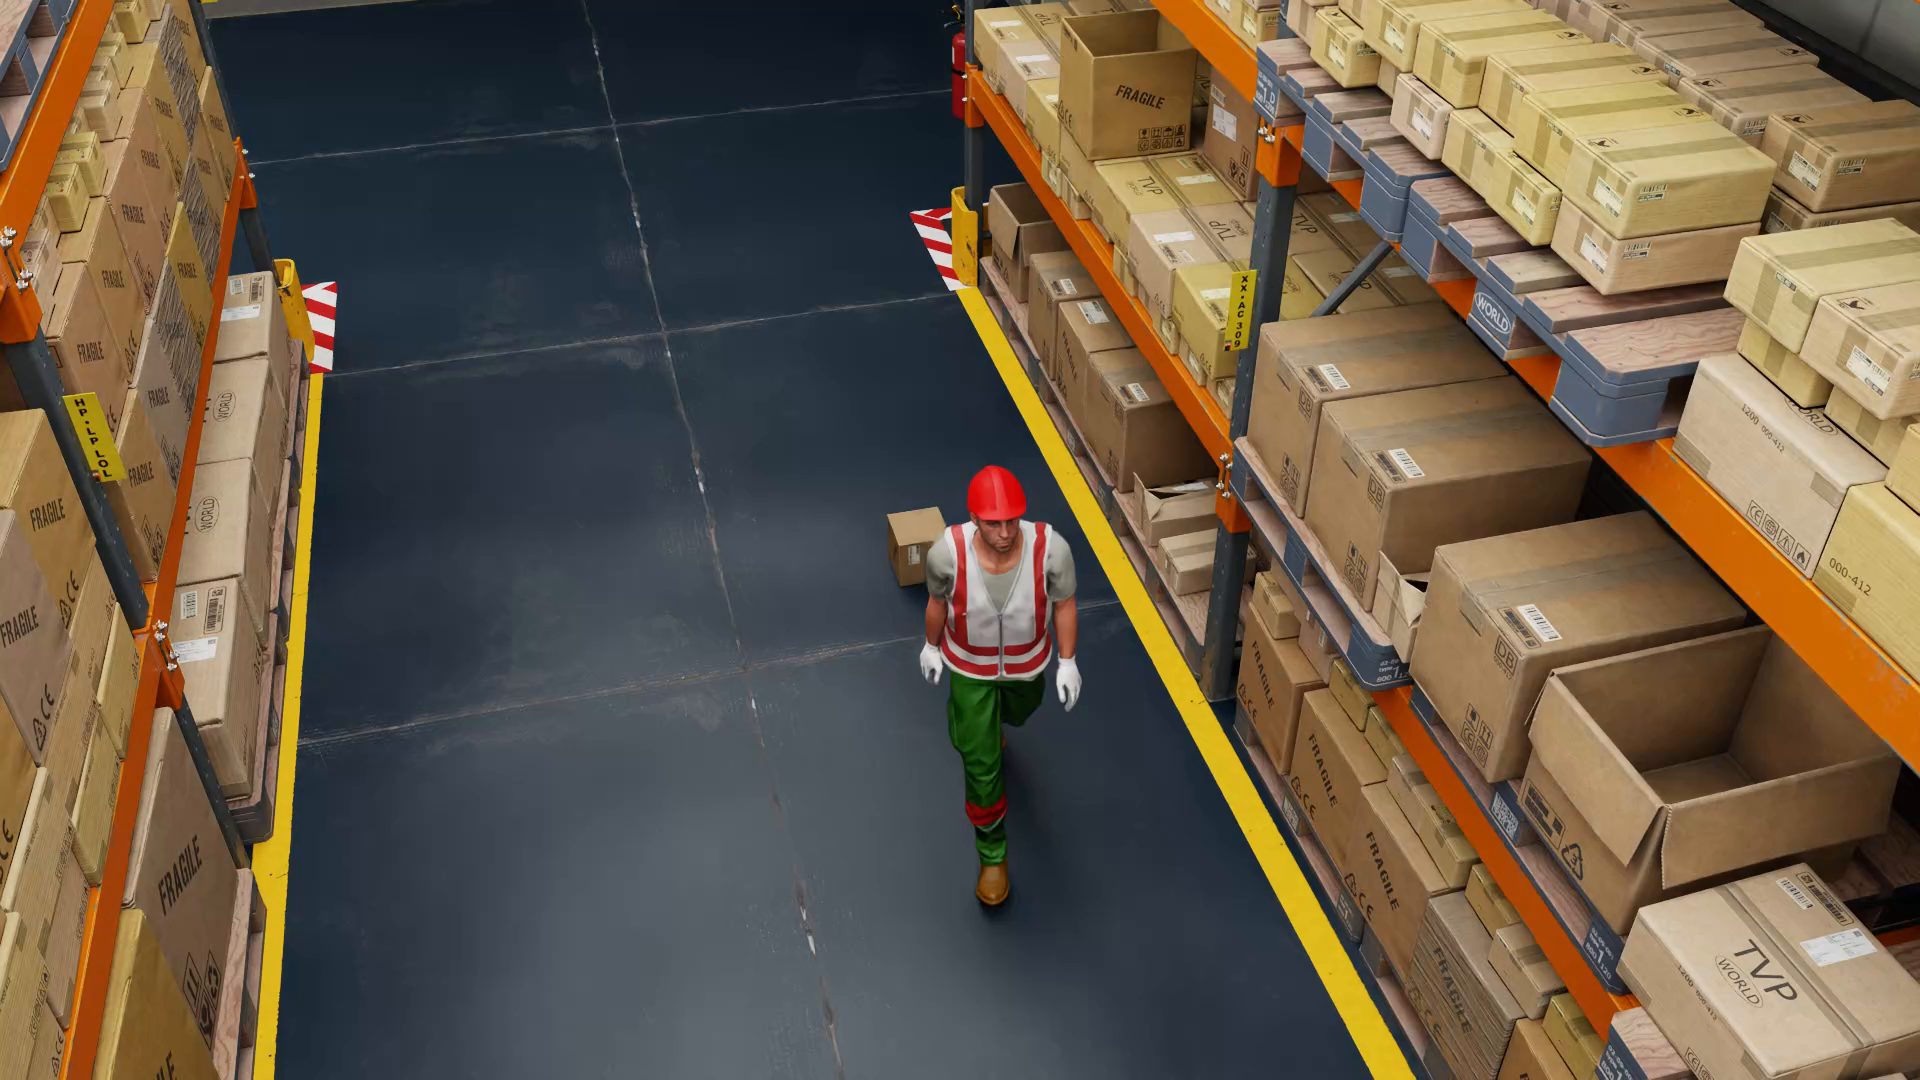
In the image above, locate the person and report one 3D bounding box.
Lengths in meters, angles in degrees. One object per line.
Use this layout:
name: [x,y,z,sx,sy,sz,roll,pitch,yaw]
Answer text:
person: [0.145,0.414,6.174,0.576,1.750,1.043,-5,38,-6]
